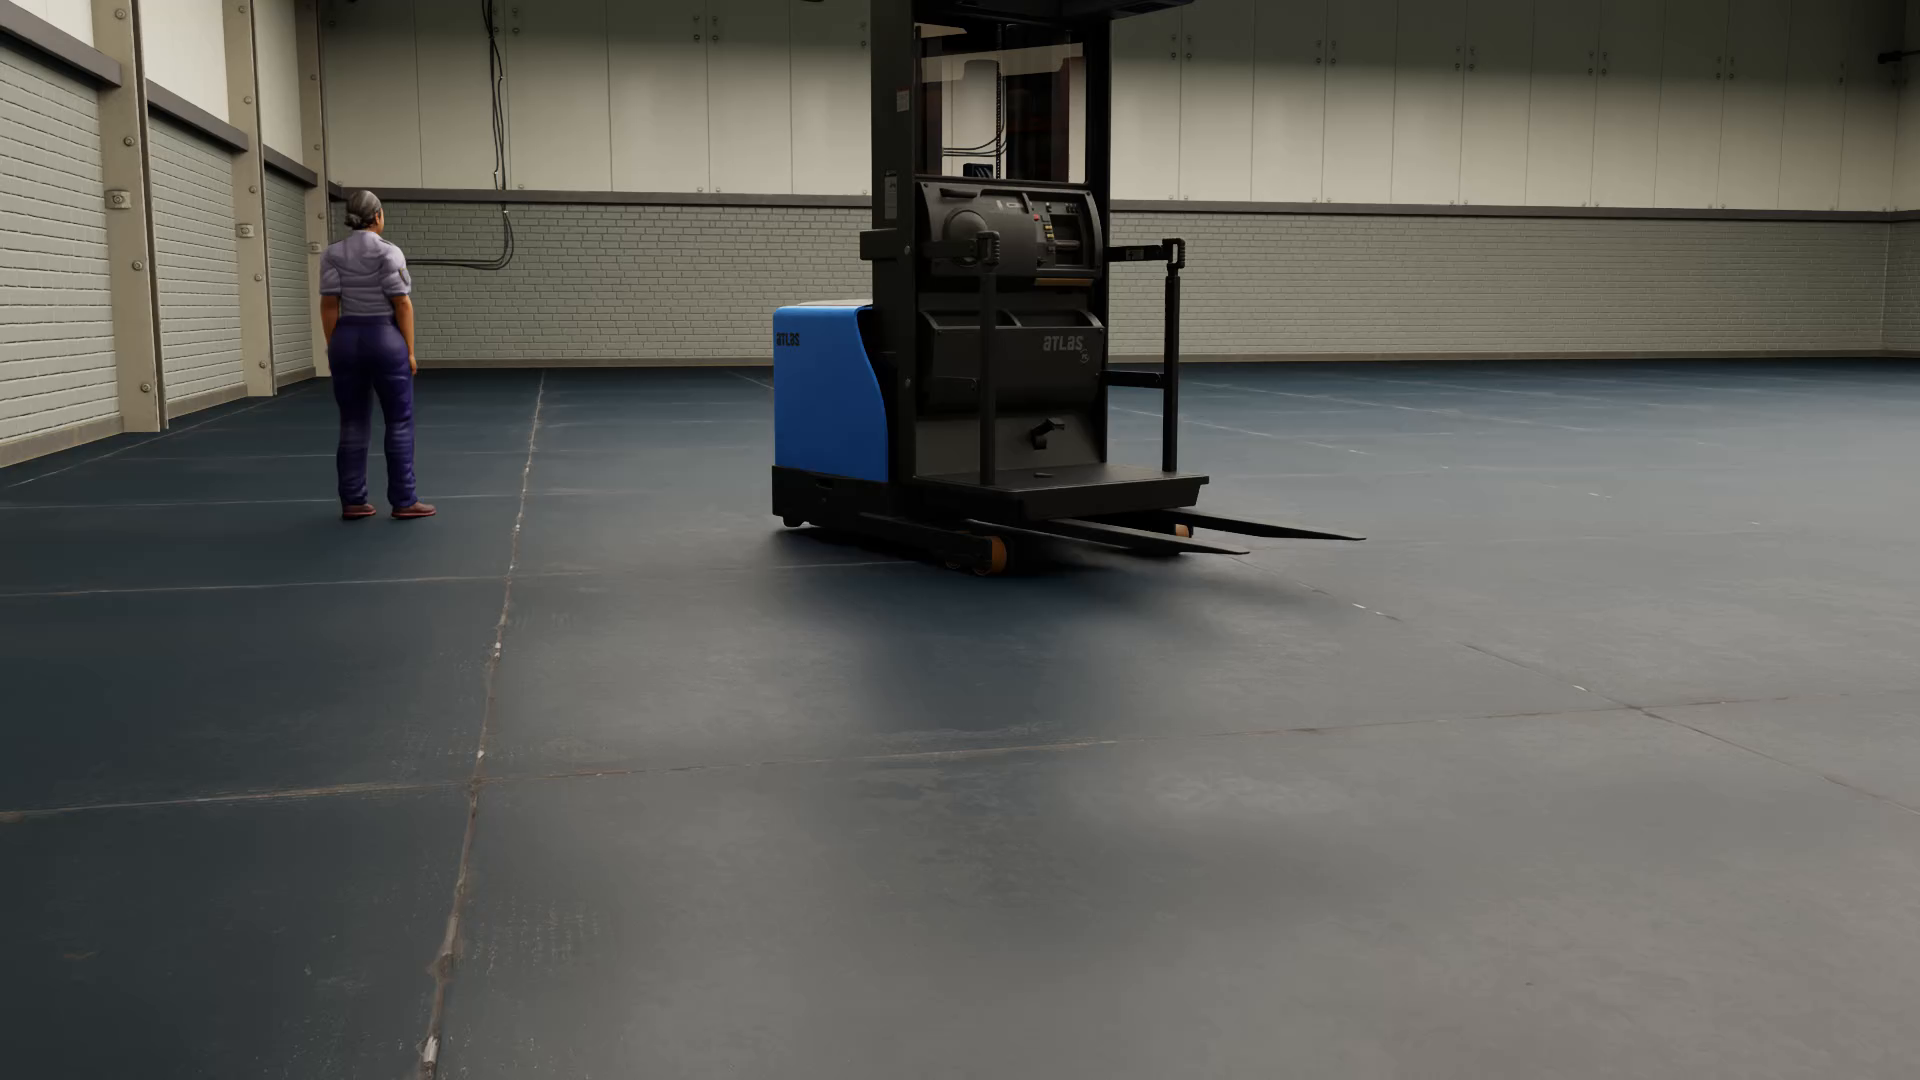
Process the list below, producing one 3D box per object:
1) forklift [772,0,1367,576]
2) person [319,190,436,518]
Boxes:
[{"bbox_3d":[0.355,-1.383,7.015,1.130,2.935,3.031,-6,10,-35],"label":"forklift"},{"bbox_3d":[-2.974,-0.933,8.442,0.479,1.653,0.348,1,8,6],"label":"person"}]
